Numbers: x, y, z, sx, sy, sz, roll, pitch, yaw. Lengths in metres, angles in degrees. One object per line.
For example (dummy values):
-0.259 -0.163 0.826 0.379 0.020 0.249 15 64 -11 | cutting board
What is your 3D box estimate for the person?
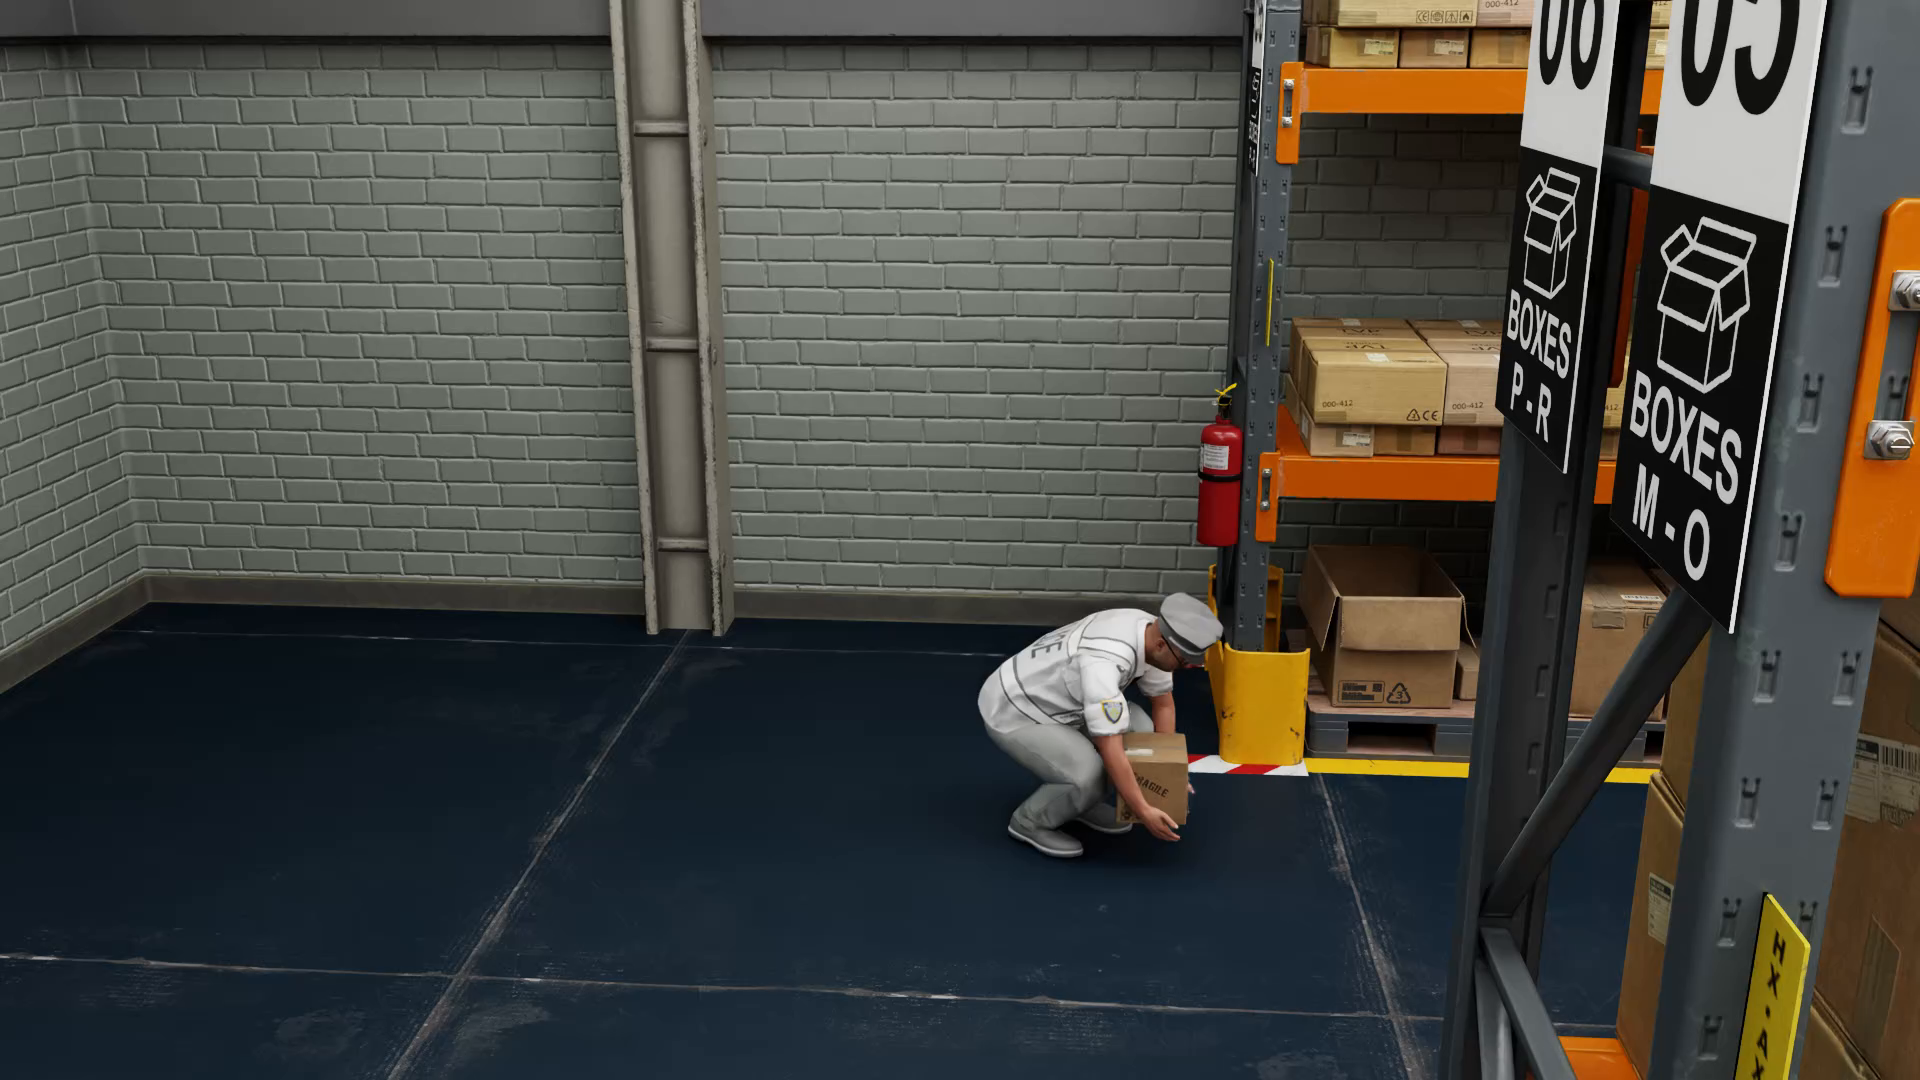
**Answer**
0.523 0.650 6.190 0.904 1.025 0.576 13 22 36 | person
